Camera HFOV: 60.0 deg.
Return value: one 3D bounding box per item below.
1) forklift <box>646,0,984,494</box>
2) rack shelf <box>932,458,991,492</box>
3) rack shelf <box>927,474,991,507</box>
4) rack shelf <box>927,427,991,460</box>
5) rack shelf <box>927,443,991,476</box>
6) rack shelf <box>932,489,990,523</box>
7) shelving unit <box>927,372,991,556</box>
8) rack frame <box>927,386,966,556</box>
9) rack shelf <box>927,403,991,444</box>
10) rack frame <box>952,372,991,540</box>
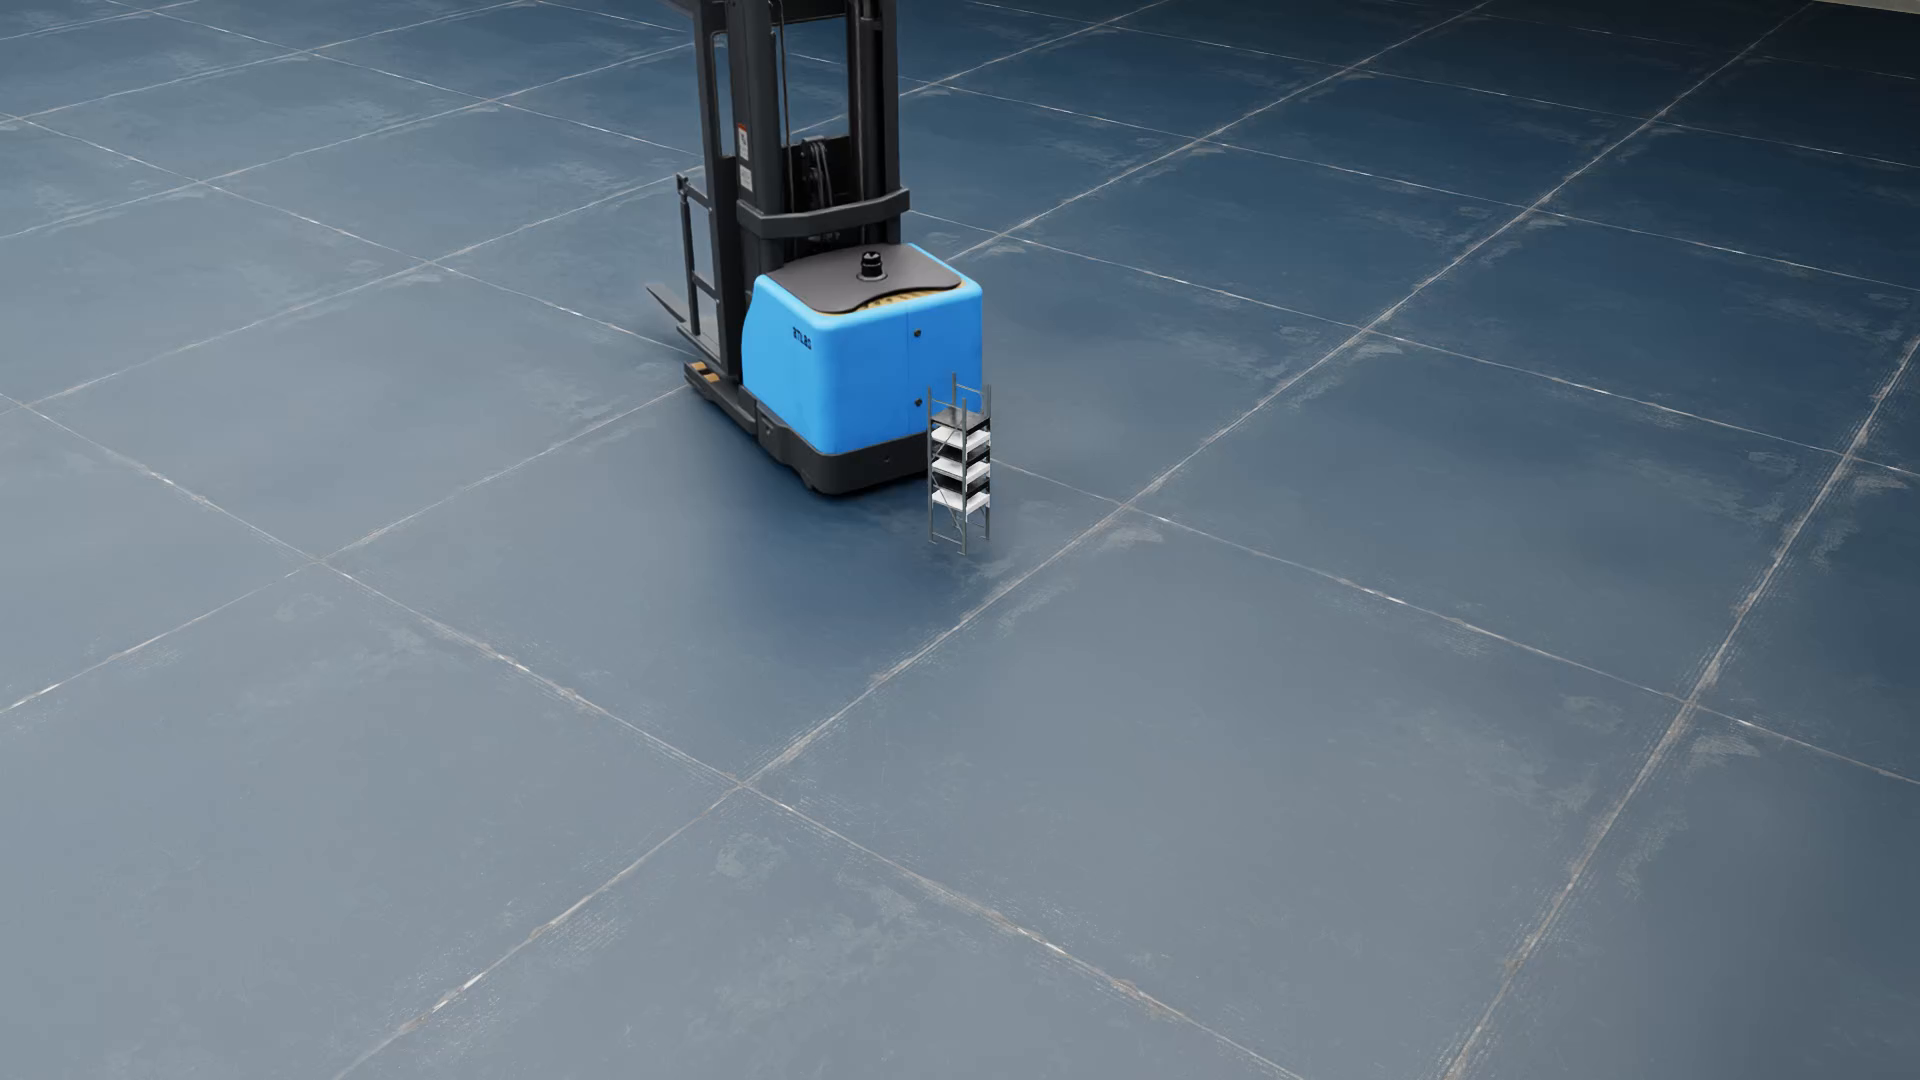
[{"bbox_3d":[-1.053,-2.225,9.629,1.130,2.935,3.031,-17,35,-26],"label":"forklift"},{"bbox_3d":[-0.005,-0.355,8.532,0.258,0.077,0.200,21,37,31],"label":"rack shelf"},{"bbox_3d":[-0.005,-0.278,8.578,0.258,0.077,0.200,21,37,31],"label":"rack shelf"},{"bbox_3d":[-0.005,-0.510,8.440,0.258,0.077,0.200,21,37,31],"label":"rack shelf"},{"bbox_3d":[-0.005,-0.433,8.486,0.258,0.077,0.200,21,37,31],"label":"rack shelf"},{"bbox_3d":[-0.005,-0.200,8.624,0.258,0.077,0.200,21,37,31],"label":"rack shelf"},{"bbox_3d":[-0.005,-0.384,8.515,0.258,0.900,0.210,21,37,31],"label":"shelving unit"},{"bbox_3d":[-0.066,-0.342,8.445,0.240,0.900,0.006,21,37,31],"label":"rack frame"},{"bbox_3d":[-0.005,-0.587,8.394,0.258,0.077,0.200,21,37,31],"label":"rack shelf"},{"bbox_3d":[0.056,-0.425,8.585,0.240,0.900,0.006,21,37,31],"label":"rack frame"}]
